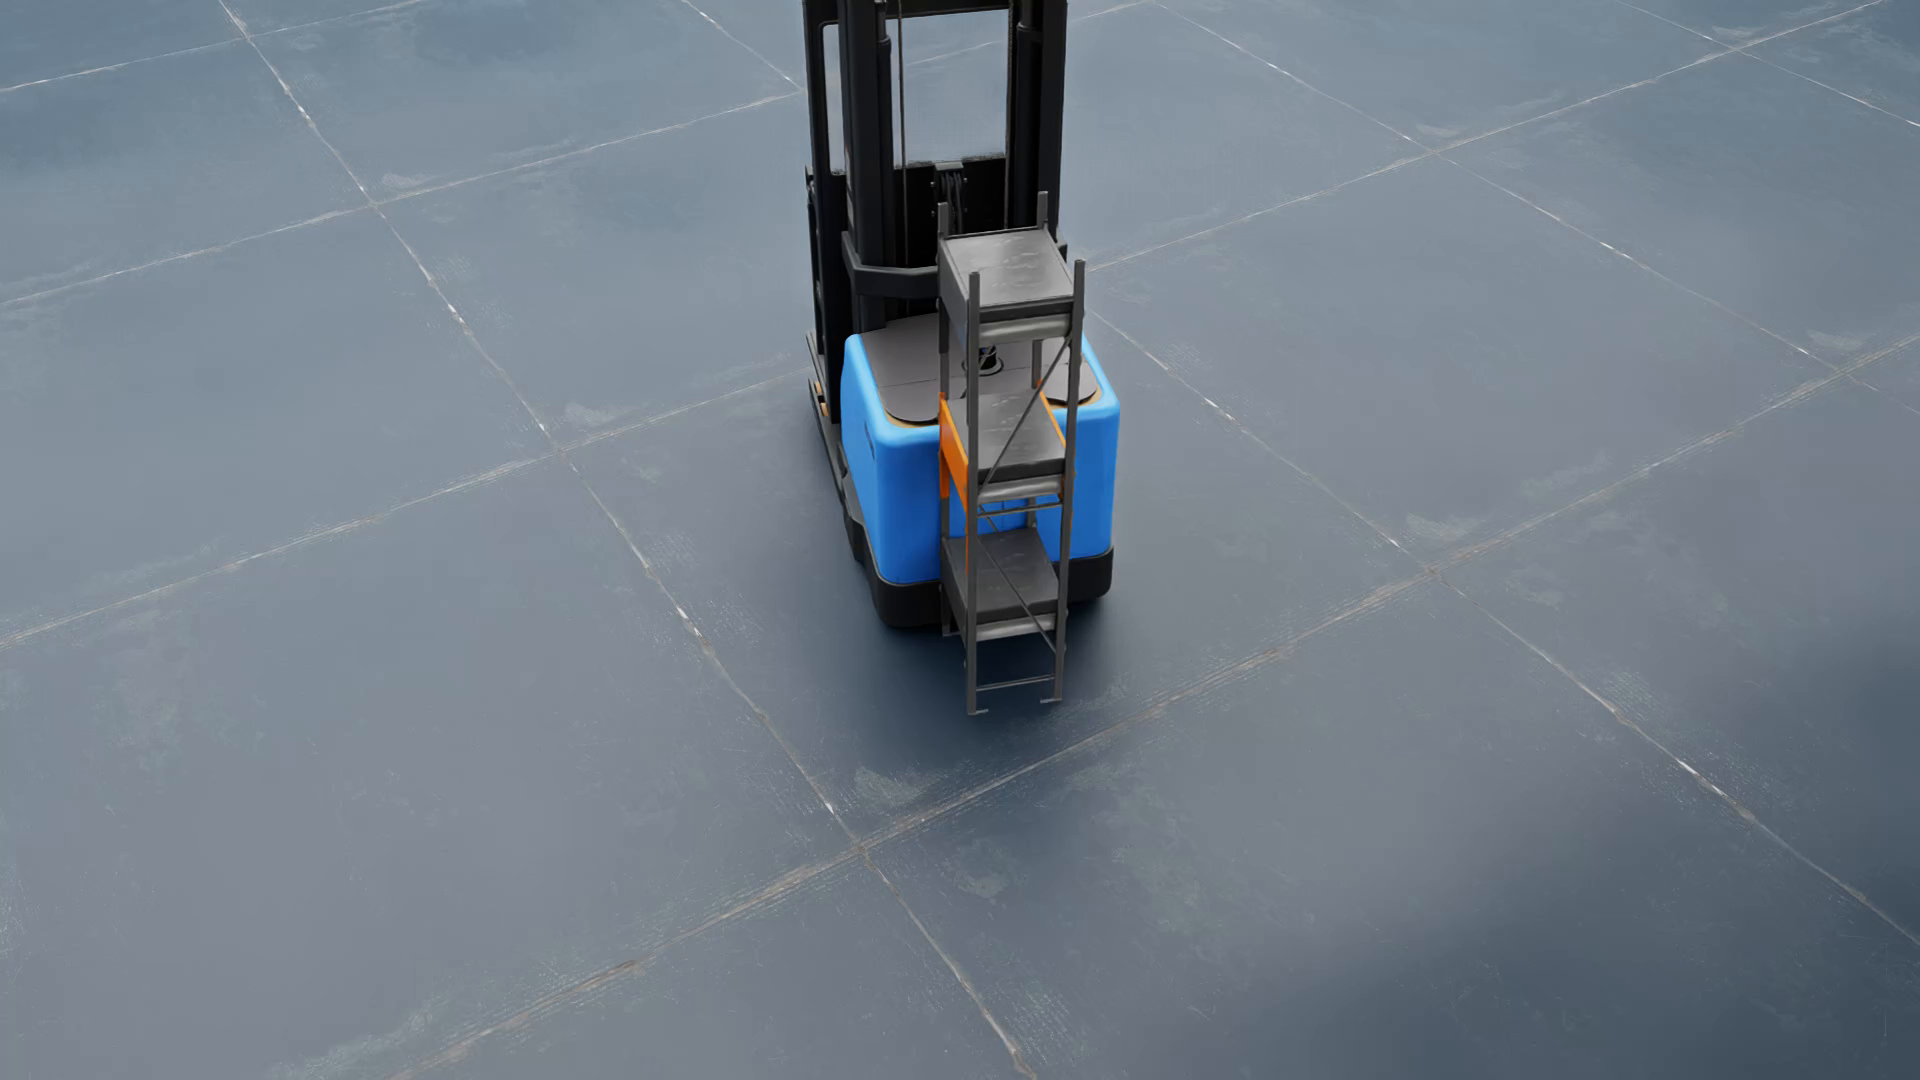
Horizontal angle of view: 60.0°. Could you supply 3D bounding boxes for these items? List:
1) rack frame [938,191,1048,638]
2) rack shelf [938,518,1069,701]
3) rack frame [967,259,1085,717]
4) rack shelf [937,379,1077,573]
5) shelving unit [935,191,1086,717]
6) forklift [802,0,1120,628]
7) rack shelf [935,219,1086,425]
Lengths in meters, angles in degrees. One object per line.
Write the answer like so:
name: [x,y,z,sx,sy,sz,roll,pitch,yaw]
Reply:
rack frame: [0.118,-0.414,6.606,0.400,2.100,0.015,-8,41,-10]
rack shelf: [0.172,0.287,6.880,0.431,0.518,0.480,-8,41,-10]
rack frame: [0.226,-0.109,6.241,0.400,2.100,0.015,-8,41,-10]
rack shelf: [0.172,-0.251,6.432,0.431,0.518,0.480,-8,41,-10]
shelving unit: [0.172,-0.261,6.424,0.431,2.100,0.503,-8,41,-10]
forklift: [-0.153,-1.698,7.498,1.130,2.935,3.031,-8,41,-10]
rack shelf: [0.172,-0.789,5.984,0.431,0.518,0.480,-8,41,-10]
